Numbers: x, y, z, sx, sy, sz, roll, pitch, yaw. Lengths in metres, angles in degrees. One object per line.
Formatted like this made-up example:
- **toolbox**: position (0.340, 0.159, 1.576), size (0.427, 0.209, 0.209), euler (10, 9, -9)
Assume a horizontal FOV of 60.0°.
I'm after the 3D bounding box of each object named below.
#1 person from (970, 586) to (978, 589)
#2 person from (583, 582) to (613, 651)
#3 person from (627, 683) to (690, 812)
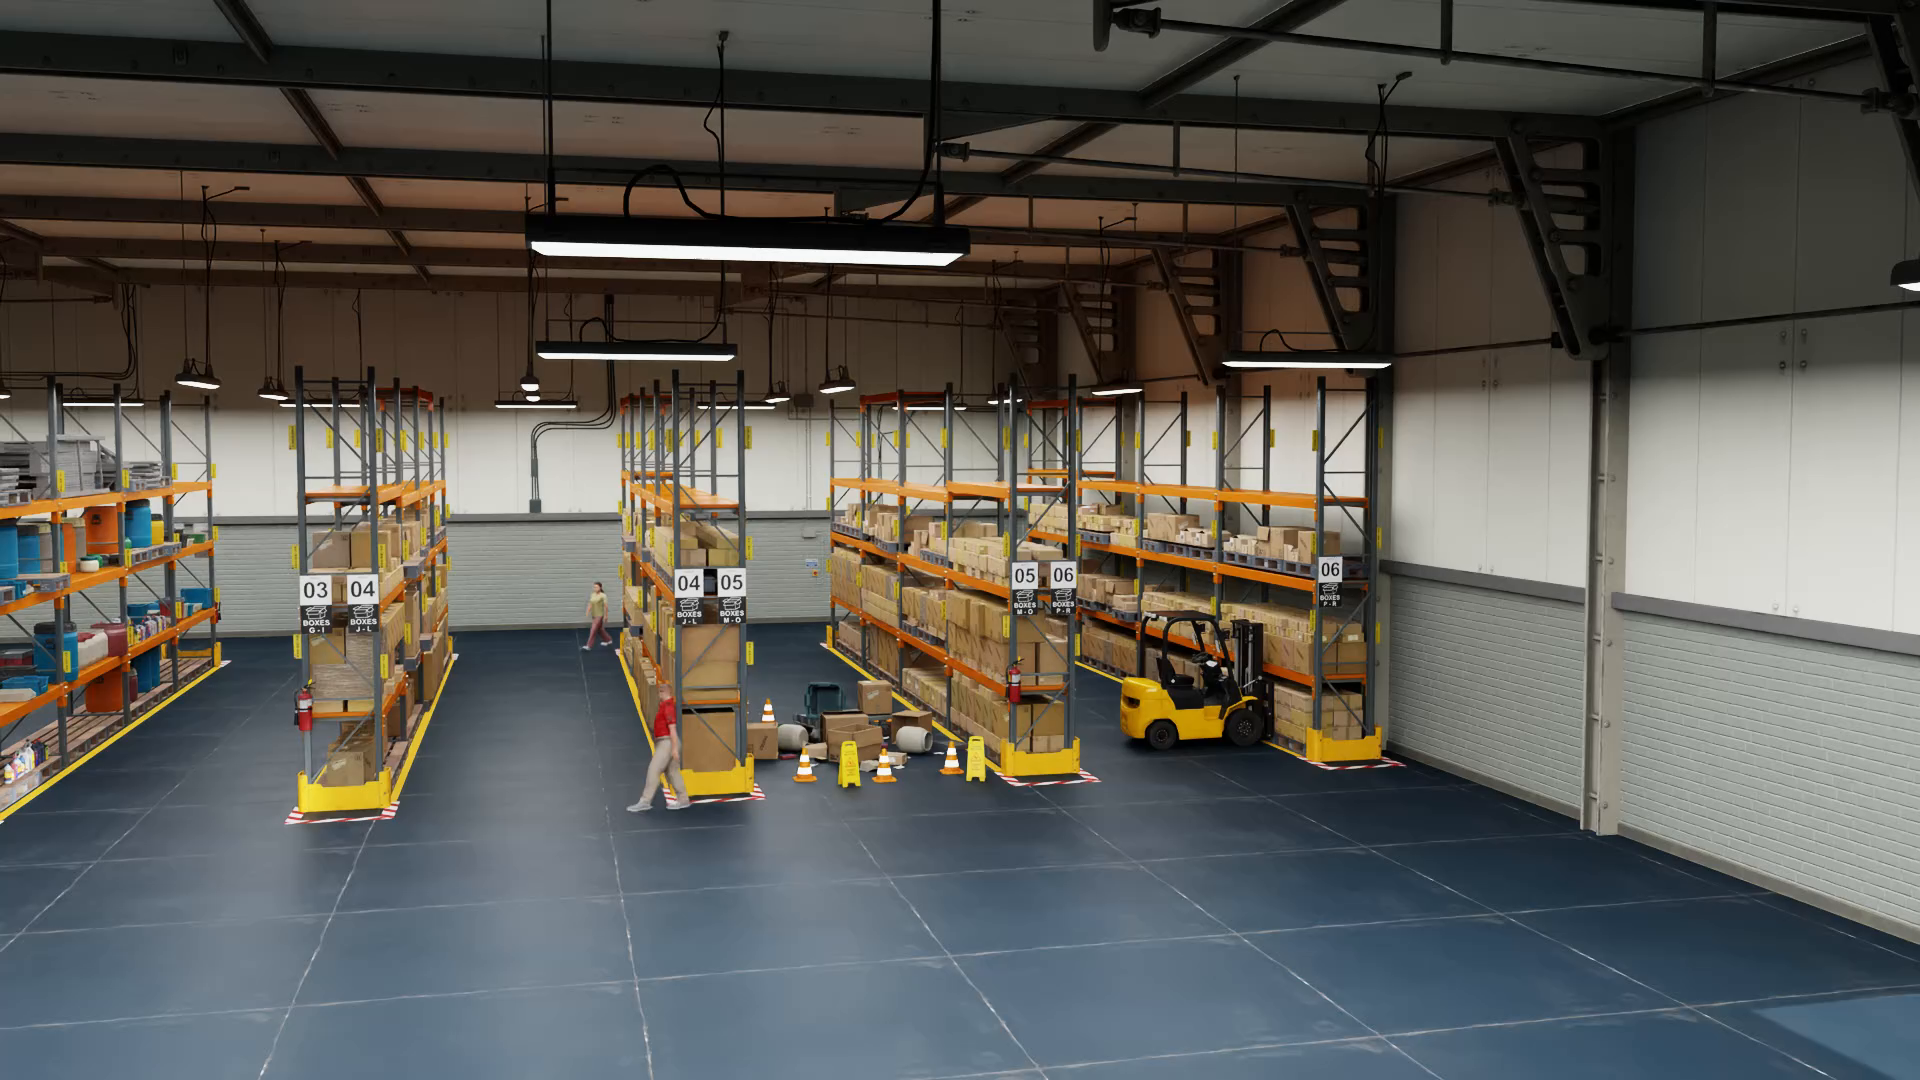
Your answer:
- **person**: position (0.328, 1.697, 40.844), size (0.642, 1.825, 0.643), euler (0, 3, 2)
- **person**: position (-8.675, 1.814, 39.796), size (0.459, 1.633, 1.037), euler (2, 4, 31)
- **person**: position (-4.067, 2.848, 22.480), size (0.803, 1.628, 0.665), euler (0, 3, -2)
